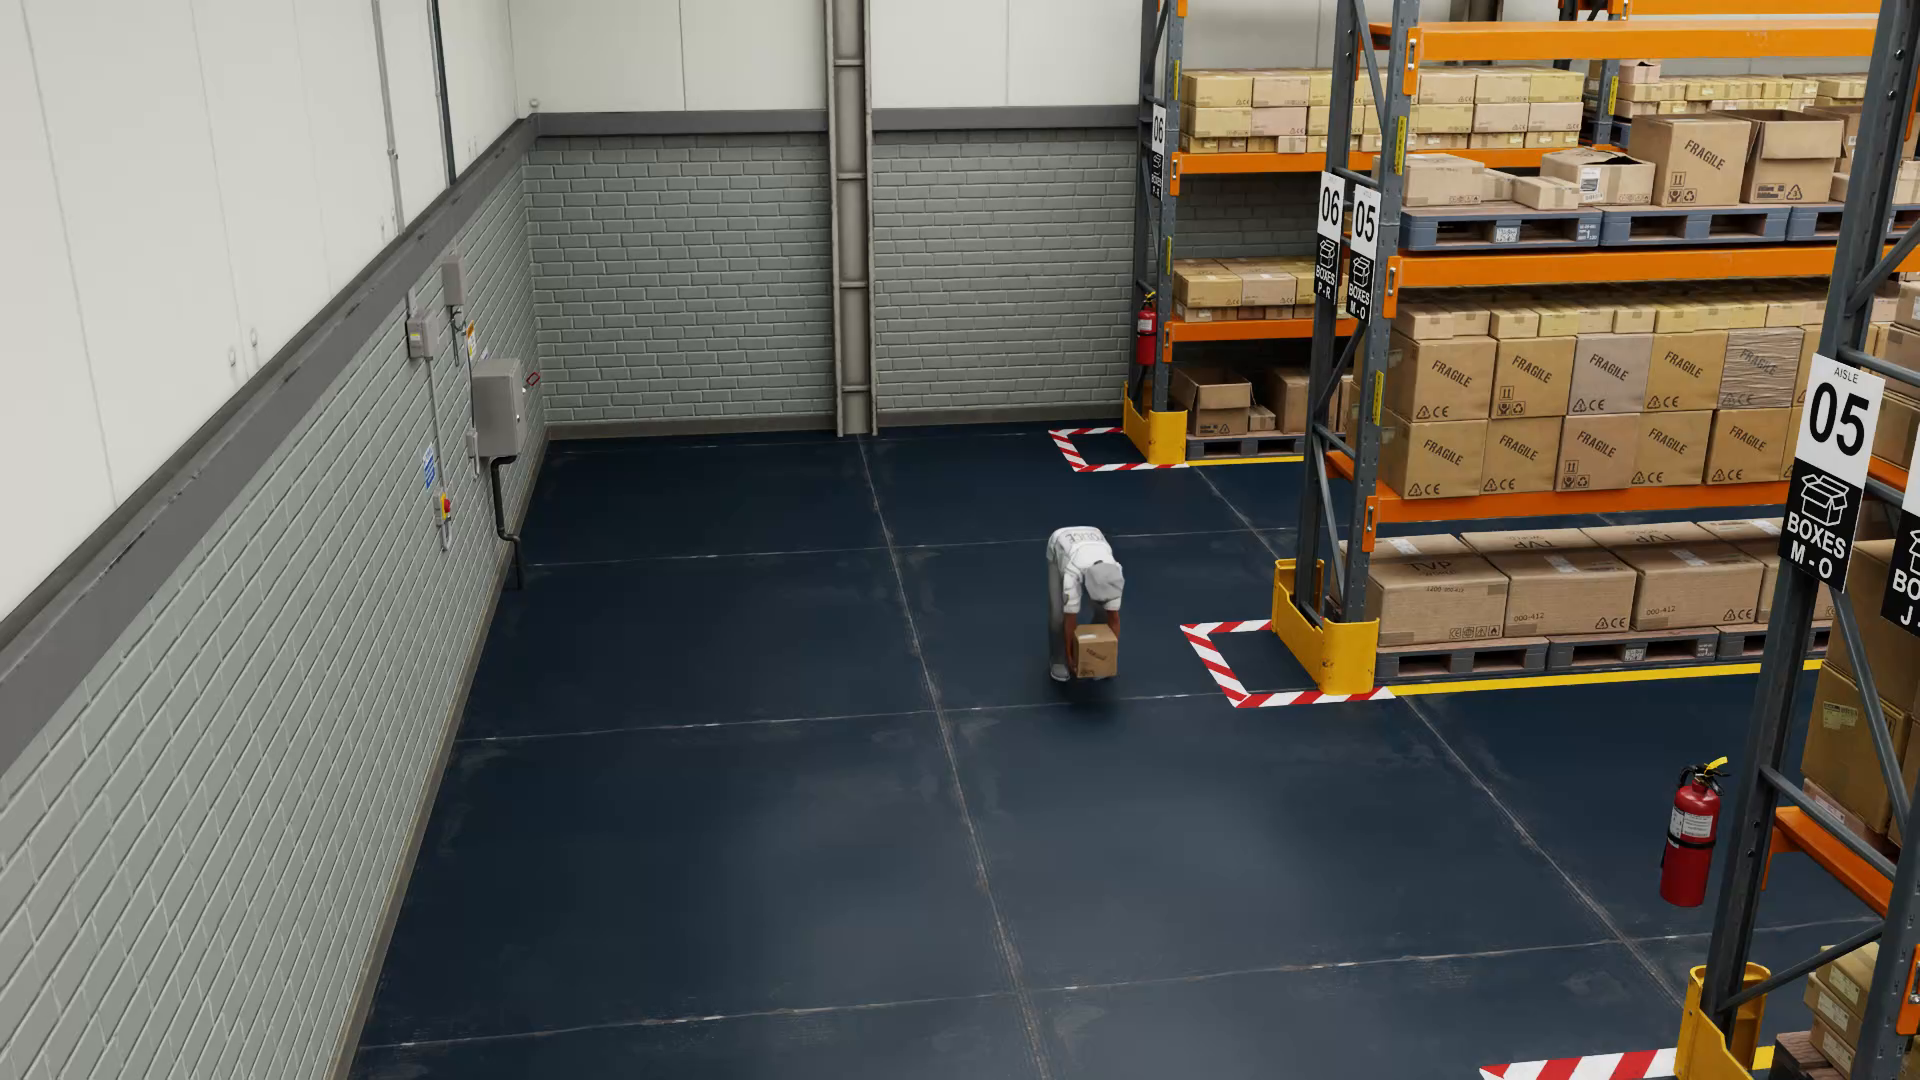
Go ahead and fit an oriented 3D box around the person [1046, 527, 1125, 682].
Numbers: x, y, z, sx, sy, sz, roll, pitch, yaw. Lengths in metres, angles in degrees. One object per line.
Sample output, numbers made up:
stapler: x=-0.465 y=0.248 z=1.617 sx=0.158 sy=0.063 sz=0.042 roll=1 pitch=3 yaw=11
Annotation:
person: x=0.818 y=0.478 z=10.707 sx=0.436 sy=1.022 sz=0.938 roll=-4 pitch=20 yaw=-10
